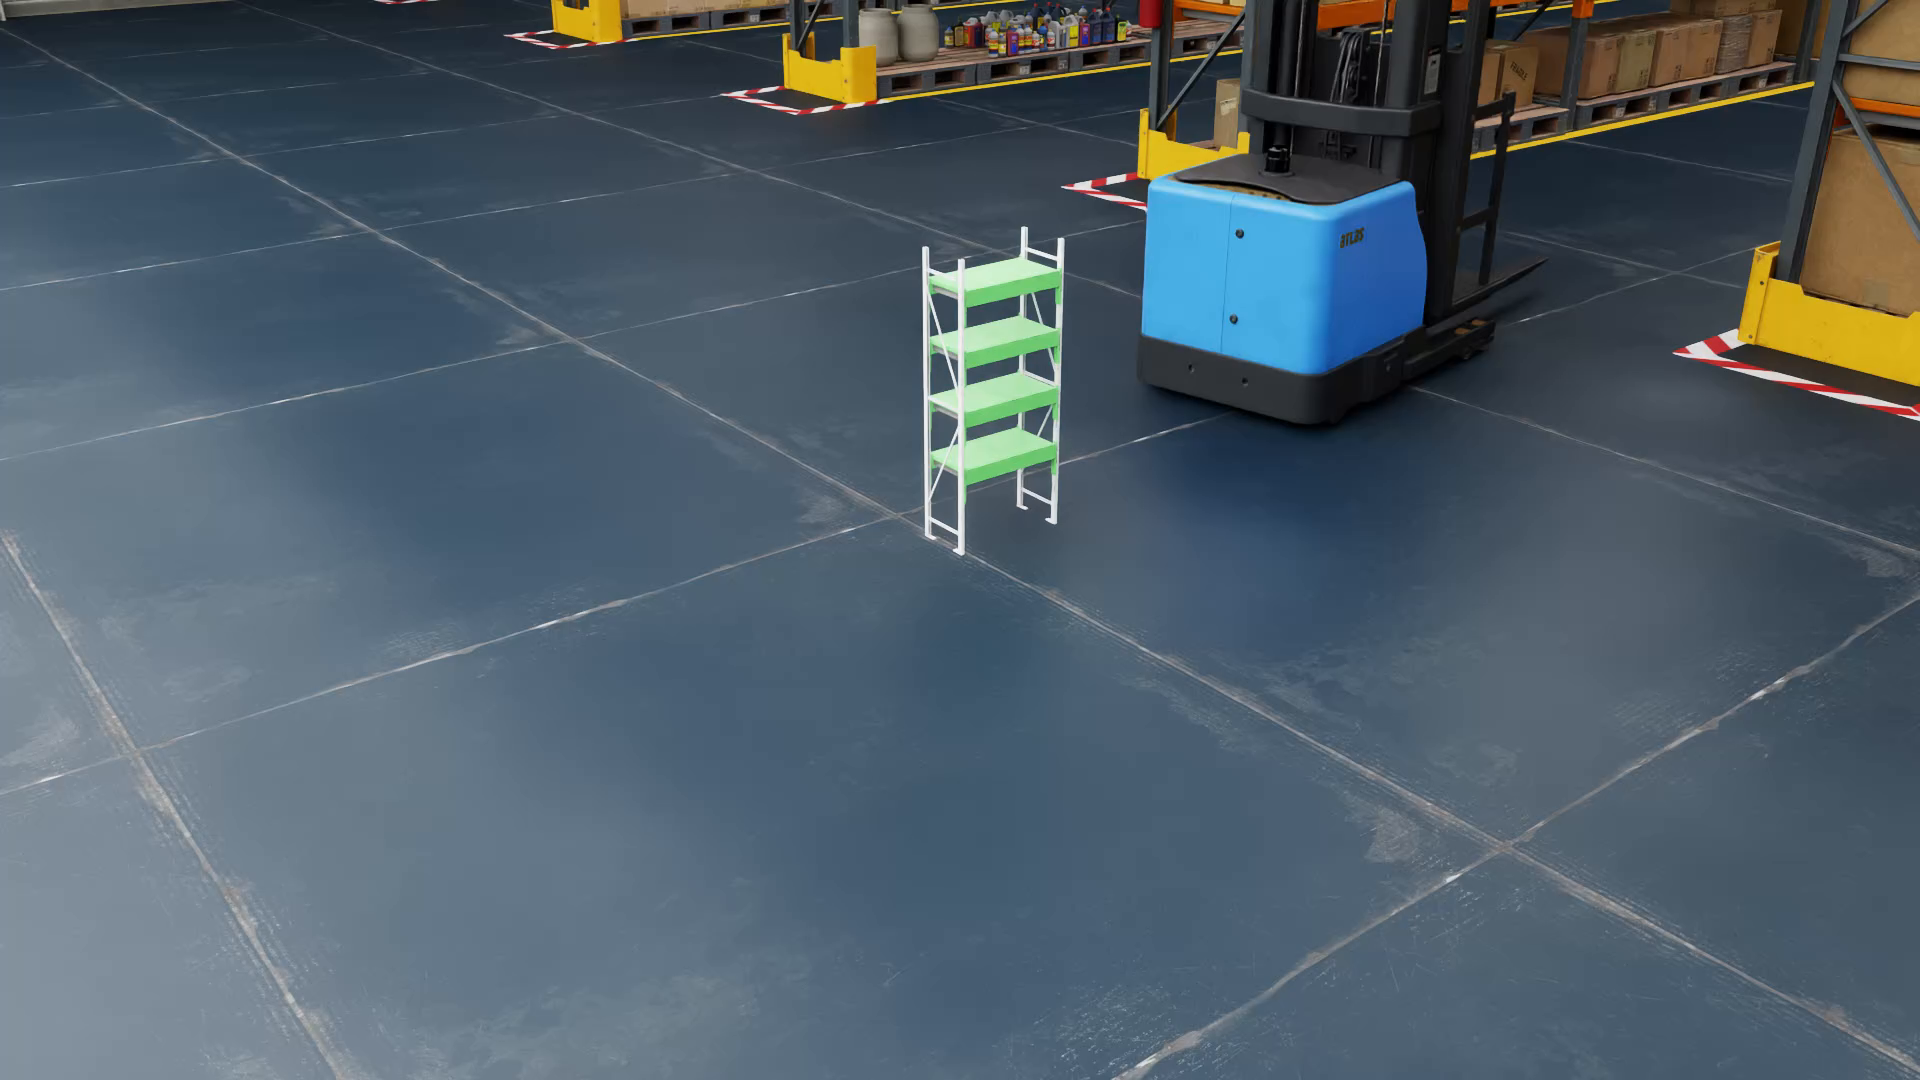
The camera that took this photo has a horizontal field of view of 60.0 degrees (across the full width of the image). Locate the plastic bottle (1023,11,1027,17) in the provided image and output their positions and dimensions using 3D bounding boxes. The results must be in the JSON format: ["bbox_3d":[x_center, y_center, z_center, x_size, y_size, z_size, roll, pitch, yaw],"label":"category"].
[{"bbox_3d":[0.668,-5.485,17.710,0.133,0.283,0.061,-17,30,-32],"label":"plastic bottle"}]

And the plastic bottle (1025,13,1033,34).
[{"bbox_3d":[0.731,-5.458,17.667,0.097,0.271,0.097,0,25,0],"label":"plastic bottle"}]

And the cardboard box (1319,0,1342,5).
[{"bbox_3d":[2.558,-3.988,12.079,0.250,0.149,0.380,-18,31,-34],"label":"cardboard box"}]

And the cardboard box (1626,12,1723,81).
[{"bbox_3d":[6.682,-4.654,15.661,0.500,0.500,0.700,-15,29,-30],"label":"cardboard box"}]

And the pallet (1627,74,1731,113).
[{"bbox_3d":[6.492,-4.284,15.730,1.213,0.211,1.003,-18,31,-34],"label":"pallet"}]

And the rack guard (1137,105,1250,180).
[{"bbox_3d":[1.832,-2.874,12.350,0.348,0.500,1.175,-18,31,-34],"label":"rack guard"}]

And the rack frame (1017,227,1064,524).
[{"bbox_3d":[0.322,-0.651,6.727,0.015,1.200,0.240,-18,31,-34],"label":"rack frame"}]

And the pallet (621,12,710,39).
[{"bbox_3d":[-3.762,-6.219,19.899,1.213,0.211,1.003,-18,31,-34],"label":"pallet"}]

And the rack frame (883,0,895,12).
[{"bbox_3d":[-1.190,-8.310,21.093,0.127,3.000,1.000,-18,31,-34],"label":"rack frame"}]

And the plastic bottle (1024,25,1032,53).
[{"bbox_3d":[0.683,-5.074,16.838,0.097,0.271,0.097,0,25,0],"label":"plastic bottle"}]

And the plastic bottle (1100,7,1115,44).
[{"bbox_3d":[1.534,-5.404,17.454,0.185,0.351,0.144,-19,31,-35],"label":"plastic bottle"}]

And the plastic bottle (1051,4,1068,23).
[{"bbox_3d":[1.061,-5.546,17.762,0.185,0.351,0.144,-18,31,-34],"label":"plastic bottle"}]

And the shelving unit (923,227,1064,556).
[{"bbox_3d":[0.130,-0.587,6.590,0.503,1.200,0.258,-18,31,-34],"label":"shelving unit"}]

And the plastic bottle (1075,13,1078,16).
[{"bbox_3d":[1.262,-5.635,18.129,0.097,0.201,0.097,0,25,0],"label":"plastic bottle"}]

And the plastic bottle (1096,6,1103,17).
[{"bbox_3d":[1.445,-5.451,17.557,0.185,0.351,0.144,-18,31,-34],"label":"plastic bottle"}]

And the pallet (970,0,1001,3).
[{"bbox_3d":[0.326,-7.568,22.807,1.213,0.211,1.003,-18,31,-34],"label":"pallet"}]

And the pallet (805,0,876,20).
[{"bbox_3d":[-1.842,-6.853,21.265,1.213,0.211,1.003,-18,31,-34],"label":"pallet"}]

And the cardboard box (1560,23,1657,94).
[{"bbox_3d":[5.803,-4.363,15.035,0.500,0.500,0.700,-18,31,-34],"label":"cardboard box"}]

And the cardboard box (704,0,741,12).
[{"bbox_3d":[-2.994,-6.541,20.048,0.500,0.250,0.500,-18,31,-34],"label":"cardboard box"}]

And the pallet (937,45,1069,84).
[{"bbox_3d":[0.348,-4.924,17.109,1.213,0.211,1.003,-18,31,-34],"label":"pallet"}]

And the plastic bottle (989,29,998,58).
[{"bbox_3d":[0.335,-4.959,16.590,0.097,0.271,0.097,0,25,0],"label":"plastic bottle"}]

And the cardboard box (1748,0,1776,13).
[{"bbox_3d":[7.558,-5.289,16.138,0.500,0.250,0.500,-17,30,-32],"label":"cardboard box"}]

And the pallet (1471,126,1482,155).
[{"bbox_3d":[3.452,-3.258,13.519,1.213,0.211,1.003,-18,31,-34],"label":"pallet"}]

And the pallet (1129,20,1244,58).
[{"bbox_3d":[2.457,-5.620,18.609,1.213,0.211,1.003,-18,31,-34],"label":"pallet"}]

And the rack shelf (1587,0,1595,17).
[{"bbox_3d":[6.493,-5.221,15.291,4.000,0.370,1.077,-18,31,-34],"label":"rack shelf"}]

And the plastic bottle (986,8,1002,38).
[{"bbox_3d":[0.342,-5.386,17.417,0.185,0.351,0.144,-17,30,-32],"label":"plastic bottle"}]

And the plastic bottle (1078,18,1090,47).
[{"bbox_3d":[1.281,-5.267,17.240,0.133,0.283,0.061,-16,29,-31],"label":"plastic bottle"}]

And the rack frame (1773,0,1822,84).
[{"bbox_3d":[8.067,-6.067,16.259,0.127,3.000,1.000,-18,31,-34],"label":"rack frame"}]

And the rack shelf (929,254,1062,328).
[{"bbox_3d":[0.130,-0.965,6.415,0.480,0.148,0.258,-18,31,-34],"label":"rack shelf"}]

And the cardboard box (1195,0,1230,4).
[{"bbox_3d":[1.869,-4.017,12.141,0.250,0.149,0.380,-18,31,-34],"label":"cardboard box"}]

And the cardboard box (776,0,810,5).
[{"bbox_3d":[-2.204,-6.799,20.605,0.500,0.250,0.500,-18,31,-34],"label":"cardboard box"}]

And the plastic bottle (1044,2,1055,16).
[{"bbox_3d":[0.972,-5.594,17.865,0.185,0.351,0.144,-17,30,-33],"label":"plastic bottle"}]

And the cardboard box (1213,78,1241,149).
[{"bbox_3d":[2.273,-3.202,12.556,0.500,0.500,0.500,-12,28,-25],"label":"cardboard box"}]

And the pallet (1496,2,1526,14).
[{"bbox_3d":[6.565,-6.976,21.531,1.213,0.211,1.003,-18,31,-34],"label":"pallet"}]

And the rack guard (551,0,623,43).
[{"bbox_3d":[-4.357,-6.131,19.367,0.348,0.500,1.175,-18,31,-34],"label":"rack guard"}]

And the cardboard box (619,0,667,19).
[{"bbox_3d":[-3.779,-6.280,19.486,0.500,0.250,0.500,-18,31,-34],"label":"cardboard box"}]

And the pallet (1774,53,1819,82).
[{"bbox_3d":[8.734,-4.982,17.233,1.213,0.211,1.003,-18,31,-34],"label":"pallet"}]

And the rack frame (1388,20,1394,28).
[{"bbox_3d":[5.011,-7.707,19.794,0.127,3.000,1.000,-18,31,-34],"label":"rack frame"}]

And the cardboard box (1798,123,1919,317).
[{"bbox_3d":[5.246,-1.744,8.970,0.875,0.875,0.875,-18,30,-34],"label":"cardboard box"}]

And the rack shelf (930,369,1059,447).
[{"bbox_3d":[0.130,-0.529,6.617,0.480,0.148,0.258,-18,31,-34],"label":"rack shelf"}]

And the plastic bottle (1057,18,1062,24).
[{"bbox_3d":[1.046,-5.267,17.239,0.133,0.283,0.061,-18,31,-34],"label":"plastic bottle"}]

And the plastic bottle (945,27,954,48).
[{"bbox_3d":[-0.110,-5.182,17.154,0.097,0.201,0.097,0,25,0],"label":"plastic bottle"}]

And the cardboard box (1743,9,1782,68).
[{"bbox_3d":[7.552,-4.952,16.303,0.500,0.500,0.700,-20,32,-37],"label":"cardboard box"}]

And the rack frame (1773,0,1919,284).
[{"bbox_3d":[4.753,-2.319,8.184,0.127,3.000,1.000,-18,31,-34],"label":"rack frame"}]

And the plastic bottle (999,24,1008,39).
[{"bbox_3d":[0.451,-5.290,17.387,0.097,0.201,0.097,0,25,0],"label":"plastic bottle"}]

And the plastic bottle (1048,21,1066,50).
[{"bbox_3d":[0.999,-5.195,17.093,0.135,0.276,0.152,-18,30,-33],"label":"plastic bottle"}]

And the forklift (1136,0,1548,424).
[{"bbox_3d":[2.227,-2.409,8.460,1.130,2.935,3.031,20,32,36],"label":"forklift"}]

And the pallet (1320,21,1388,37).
[{"bbox_3d":[4.377,-6.254,19.975,1.213,0.211,1.003,-18,31,-34],"label":"pallet"}]

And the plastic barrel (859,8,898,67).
[{"bbox_3d":[-0.814,-4.888,16.174,0.421,0.512,0.421,0,25,0],"label":"plastic barrel"}]

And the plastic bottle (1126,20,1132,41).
[{"bbox_3d":[1.770,-5.401,17.626,0.097,0.201,0.097,0,25,0],"label":"plastic bottle"}]

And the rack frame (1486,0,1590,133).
[{"bbox_3d":[4.919,-5.028,14.020,0.127,3.000,1.000,-18,31,-34],"label":"rack frame"}]

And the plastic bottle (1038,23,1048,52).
[{"bbox_3d":[0.842,-5.127,16.952,0.097,0.271,0.097,0,25,0],"label":"plastic bottle"}]

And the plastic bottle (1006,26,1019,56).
[{"bbox_3d":[0.524,-5.017,16.701,0.133,0.283,0.061,-18,30,-33],"label":"plastic bottle"}]

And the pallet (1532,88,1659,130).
[{"bbox_3d":[5.531,-3.965,15.044,1.213,0.211,1.003,-18,31,-34],"label":"pallet"}]

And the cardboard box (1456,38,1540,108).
[{"bbox_3d":[4.580,-3.994,14.262,0.500,0.500,0.500,-19,31,-36],"label":"cardboard box"}]

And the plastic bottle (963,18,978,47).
[{"bbox_3d":[0.105,-5.272,17.259,0.135,0.276,0.152,-18,30,-34],"label":"plastic bottle"}]
